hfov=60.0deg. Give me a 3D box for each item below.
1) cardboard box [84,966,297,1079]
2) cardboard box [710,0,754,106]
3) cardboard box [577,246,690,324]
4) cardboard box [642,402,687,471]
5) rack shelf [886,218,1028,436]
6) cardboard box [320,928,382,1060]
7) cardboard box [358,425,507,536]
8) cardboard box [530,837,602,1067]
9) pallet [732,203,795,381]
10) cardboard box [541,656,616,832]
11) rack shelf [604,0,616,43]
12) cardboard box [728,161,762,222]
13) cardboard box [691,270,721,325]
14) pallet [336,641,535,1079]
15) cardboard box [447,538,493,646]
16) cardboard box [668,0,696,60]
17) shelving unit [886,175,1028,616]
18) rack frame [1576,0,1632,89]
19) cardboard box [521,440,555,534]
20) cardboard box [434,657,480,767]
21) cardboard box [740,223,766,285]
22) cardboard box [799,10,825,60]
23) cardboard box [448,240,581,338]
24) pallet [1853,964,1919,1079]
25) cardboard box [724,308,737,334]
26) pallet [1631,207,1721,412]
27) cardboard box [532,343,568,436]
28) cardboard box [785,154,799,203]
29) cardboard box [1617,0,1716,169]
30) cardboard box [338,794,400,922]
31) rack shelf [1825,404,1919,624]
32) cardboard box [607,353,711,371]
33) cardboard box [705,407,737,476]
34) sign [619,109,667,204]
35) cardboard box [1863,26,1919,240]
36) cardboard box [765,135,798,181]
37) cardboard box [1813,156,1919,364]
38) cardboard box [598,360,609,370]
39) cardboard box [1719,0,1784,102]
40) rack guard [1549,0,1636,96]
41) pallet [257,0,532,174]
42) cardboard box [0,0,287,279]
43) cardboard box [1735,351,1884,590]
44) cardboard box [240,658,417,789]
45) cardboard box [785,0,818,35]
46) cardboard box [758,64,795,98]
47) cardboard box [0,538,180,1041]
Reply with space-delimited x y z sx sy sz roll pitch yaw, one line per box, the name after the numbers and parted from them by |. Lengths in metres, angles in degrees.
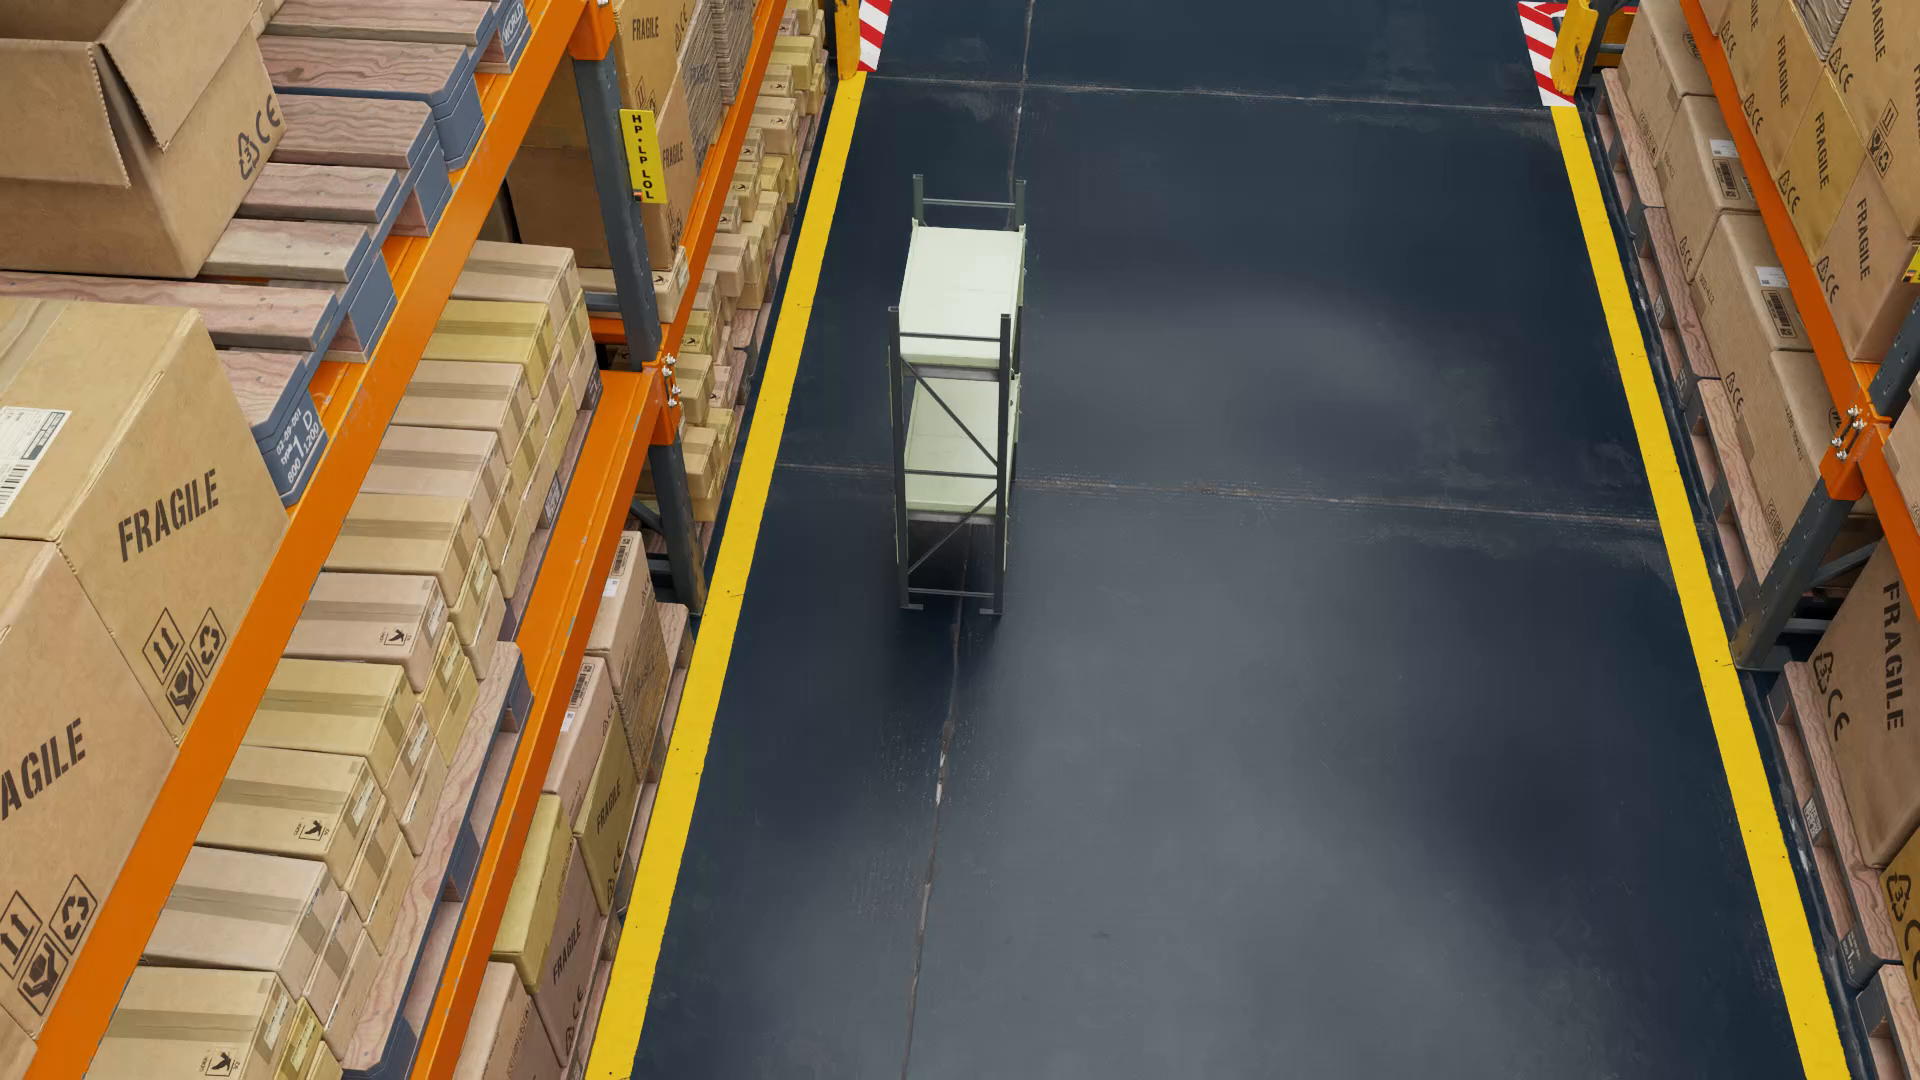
-1.556 0.994 3.291 0.380 0.149 0.250 2 48 2 | cardboard box
-1.084 -2.002 6.279 0.500 0.500 0.500 3 48 3 | cardboard box
-1.148 -0.891 5.702 0.380 0.149 0.250 5 48 5 | cardboard box
-1.262 -0.409 6.335 0.380 0.149 0.250 6 48 5 | cardboard box
-0.001 -0.765 5.904 0.431 0.370 0.720 4 48 4 | rack shelf
-1.529 0.988 3.699 0.380 0.149 0.250 5 48 5 | cardboard box
-1.414 -0.159 4.345 0.380 0.149 0.250 4 48 3 | cardboard box
-1.414 1.227 5.004 0.500 0.500 0.500 3 48 3 | cardboard box
-1.365 -1.243 7.744 1.003 0.211 1.213 4 48 4 | pallet
-1.376 0.601 5.069 0.500 0.250 0.500 6 48 5 | cardboard box
-1.317 -3.028 5.942 1.077 0.370 4.000 4 48 4 | rack shelf
-1.094 -1.555 7.384 0.380 0.149 0.250 4 48 4 | cardboard box
-1.203 -0.990 6.866 0.380 0.149 0.250 3 48 3 | cardboard box
-1.724 0.757 4.154 1.003 0.211 1.213 4 48 4 | pallet
-1.433 0.127 4.285 0.380 0.149 0.250 2 48 2 | cardboard box
-1.184 -1.958 5.561 0.500 0.500 0.500 3 48 2 | cardboard box
-0.001 -0.501 6.192 0.431 1.500 0.755 4 48 4 | shelving unit
3.804 -3.470 7.891 1.000 3.000 0.127 4 48 4 | rack frame
-1.386 -0.167 4.756 0.380 0.149 0.250 4 48 3 | cardboard box
-1.454 0.417 4.222 0.380 0.149 0.250 6 48 5 | cardboard box
-1.066 -1.267 7.322 0.380 0.149 0.250 4 48 3 | cardboard box
-0.899 -2.601 8.542 0.380 0.149 0.250 3 48 2 | cardboard box
-1.342 -0.739 4.875 0.380 0.149 0.250 6 48 5 | cardboard box
3.335 1.882 4.886 1.003 0.211 1.213 4 48 4 | pallet
-1.188 -0.986 7.267 0.380 0.149 0.250 2 48 2 | cardboard box
3.695 -1.042 7.560 1.003 0.211 1.213 4 48 4 | pallet
-1.362 -0.447 4.810 0.380 0.149 0.250 4 48 4 | cardboard box
-0.978 -1.749 7.964 0.380 0.149 0.250 2 48 2 | cardboard box
3.843 -2.255 8.232 0.875 0.438 0.875 2 48 2 | cardboard box
-1.504 0.705 3.757 0.380 0.149 0.250 3 48 3 | cardboard box
3.257 1.182 4.124 1.077 0.370 4.000 4 48 4 | rack shelf
-1.228 -0.687 6.792 0.380 0.149 0.250 4 48 3 | cardboard box
-1.122 -0.410 6.740 0.380 0.149 0.250 5 48 5 | cardboard box
-0.946 -1.145 4.980 0.100 0.325 0.005 4 48 4 | sign
3.207 -1.267 5.131 0.500 0.500 0.500 4 48 3 | cardboard box
-0.979 -1.838 7.844 0.380 0.149 0.250 5 48 4 | cardboard box
3.227 -0.922 5.493 0.500 0.500 0.500 4 48 4 | cardboard box
-1.591 -0.849 7.141 0.380 0.149 0.250 3 48 3 | cardboard box
3.362 -2.055 6.529 0.500 0.500 0.500 5 48 5 | cardboard box
3.806 -2.644 8.829 1.175 0.500 0.348 4 48 4 | rack guard
-1.662 -1.292 3.993 1.213 0.211 1.003 4 48 4 | pallet
-1.771 -0.852 3.109 0.797 0.503 0.637 3 48 3 | cardboard box
3.603 -0.262 6.408 0.875 0.438 0.875 3 48 3 | cardboard box
-1.484 0.417 3.818 0.380 0.149 0.250 3 48 3 | cardboard box
-0.931 -2.703 8.434 0.380 0.149 0.250 4 48 4 | cardboard box
-0.995 -2.137 7.916 0.380 0.149 0.250 2 48 2 | cardboard box
-1.509 0.334 2.311 0.500 0.500 0.500 4 48 4 | cardboard box
